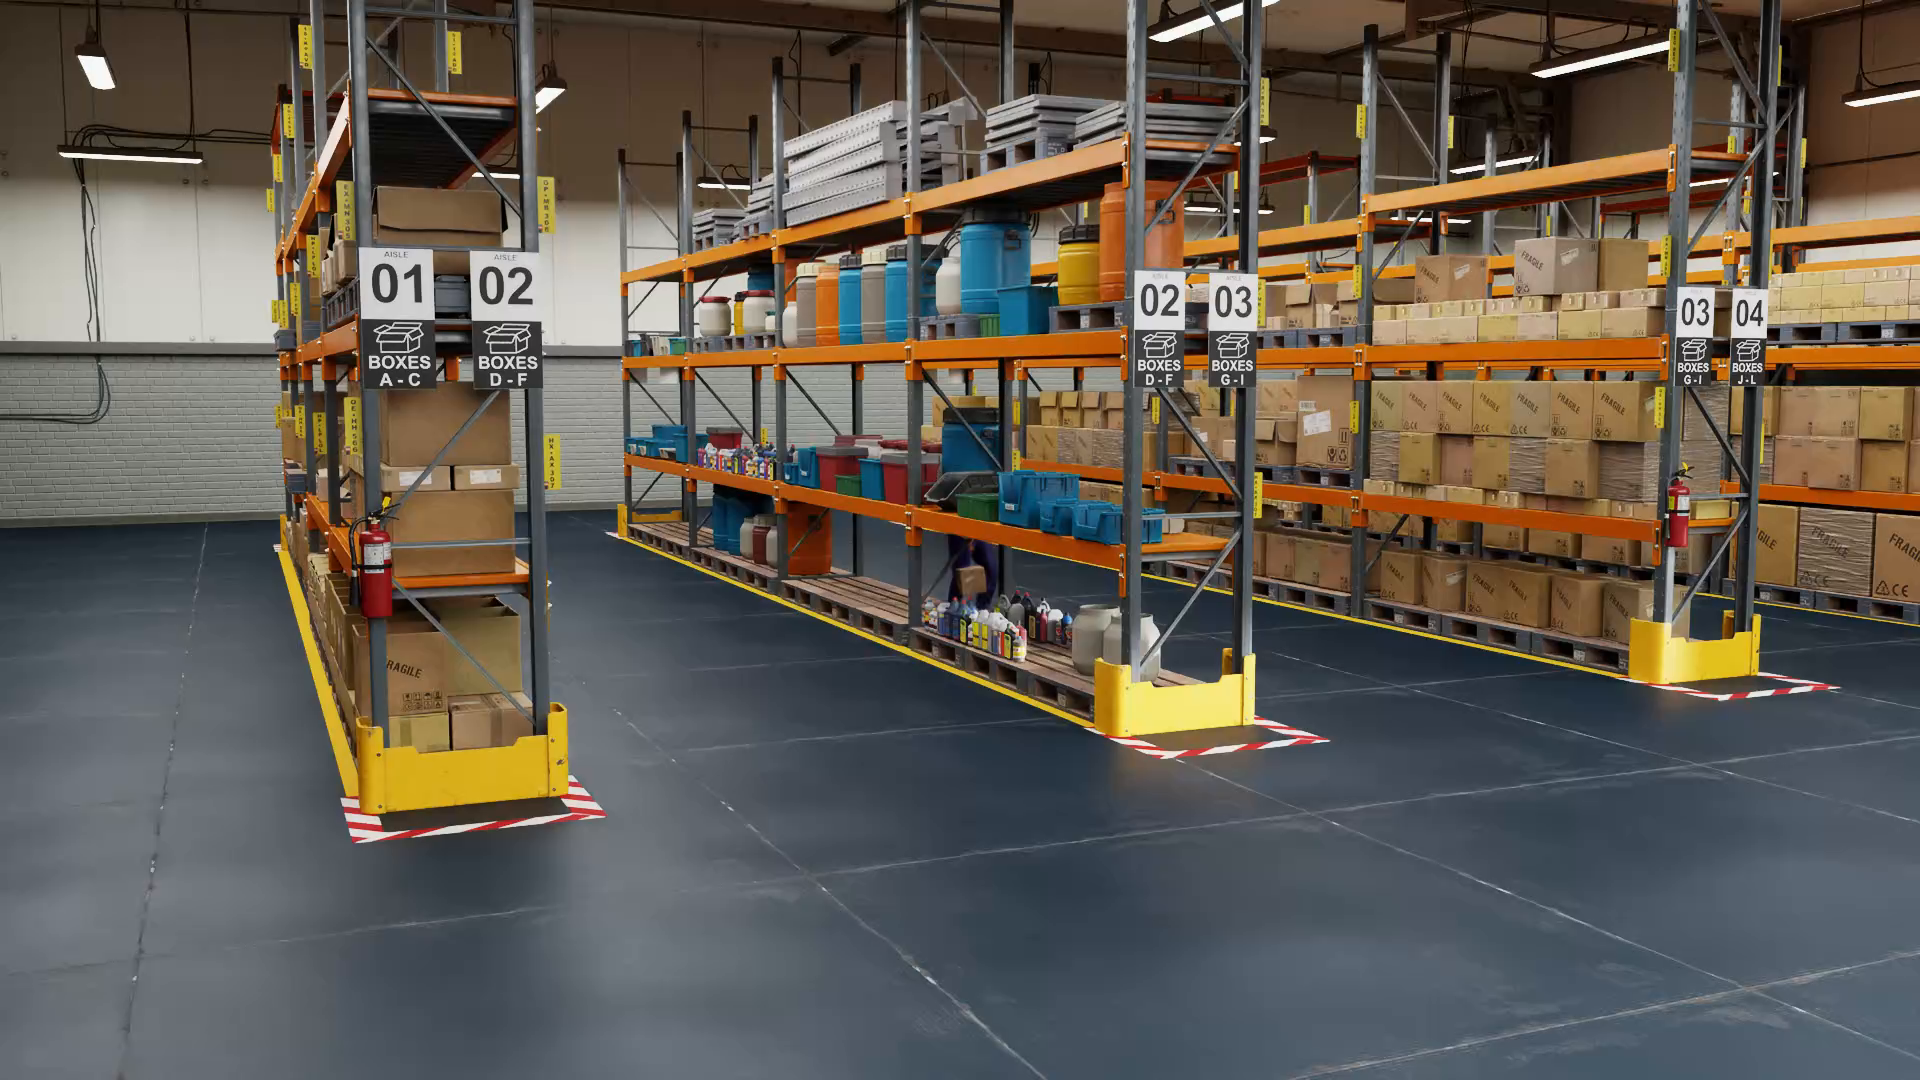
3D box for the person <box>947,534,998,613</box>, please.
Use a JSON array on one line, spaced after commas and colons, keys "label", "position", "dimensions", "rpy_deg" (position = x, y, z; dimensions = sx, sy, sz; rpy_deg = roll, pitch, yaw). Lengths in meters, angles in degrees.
[{"label": "person", "position": [0.123, 0.015, 16.922], "dimensions": [0.570, 1.625, 0.501], "rpy_deg": [-5, 7, -39]}]
